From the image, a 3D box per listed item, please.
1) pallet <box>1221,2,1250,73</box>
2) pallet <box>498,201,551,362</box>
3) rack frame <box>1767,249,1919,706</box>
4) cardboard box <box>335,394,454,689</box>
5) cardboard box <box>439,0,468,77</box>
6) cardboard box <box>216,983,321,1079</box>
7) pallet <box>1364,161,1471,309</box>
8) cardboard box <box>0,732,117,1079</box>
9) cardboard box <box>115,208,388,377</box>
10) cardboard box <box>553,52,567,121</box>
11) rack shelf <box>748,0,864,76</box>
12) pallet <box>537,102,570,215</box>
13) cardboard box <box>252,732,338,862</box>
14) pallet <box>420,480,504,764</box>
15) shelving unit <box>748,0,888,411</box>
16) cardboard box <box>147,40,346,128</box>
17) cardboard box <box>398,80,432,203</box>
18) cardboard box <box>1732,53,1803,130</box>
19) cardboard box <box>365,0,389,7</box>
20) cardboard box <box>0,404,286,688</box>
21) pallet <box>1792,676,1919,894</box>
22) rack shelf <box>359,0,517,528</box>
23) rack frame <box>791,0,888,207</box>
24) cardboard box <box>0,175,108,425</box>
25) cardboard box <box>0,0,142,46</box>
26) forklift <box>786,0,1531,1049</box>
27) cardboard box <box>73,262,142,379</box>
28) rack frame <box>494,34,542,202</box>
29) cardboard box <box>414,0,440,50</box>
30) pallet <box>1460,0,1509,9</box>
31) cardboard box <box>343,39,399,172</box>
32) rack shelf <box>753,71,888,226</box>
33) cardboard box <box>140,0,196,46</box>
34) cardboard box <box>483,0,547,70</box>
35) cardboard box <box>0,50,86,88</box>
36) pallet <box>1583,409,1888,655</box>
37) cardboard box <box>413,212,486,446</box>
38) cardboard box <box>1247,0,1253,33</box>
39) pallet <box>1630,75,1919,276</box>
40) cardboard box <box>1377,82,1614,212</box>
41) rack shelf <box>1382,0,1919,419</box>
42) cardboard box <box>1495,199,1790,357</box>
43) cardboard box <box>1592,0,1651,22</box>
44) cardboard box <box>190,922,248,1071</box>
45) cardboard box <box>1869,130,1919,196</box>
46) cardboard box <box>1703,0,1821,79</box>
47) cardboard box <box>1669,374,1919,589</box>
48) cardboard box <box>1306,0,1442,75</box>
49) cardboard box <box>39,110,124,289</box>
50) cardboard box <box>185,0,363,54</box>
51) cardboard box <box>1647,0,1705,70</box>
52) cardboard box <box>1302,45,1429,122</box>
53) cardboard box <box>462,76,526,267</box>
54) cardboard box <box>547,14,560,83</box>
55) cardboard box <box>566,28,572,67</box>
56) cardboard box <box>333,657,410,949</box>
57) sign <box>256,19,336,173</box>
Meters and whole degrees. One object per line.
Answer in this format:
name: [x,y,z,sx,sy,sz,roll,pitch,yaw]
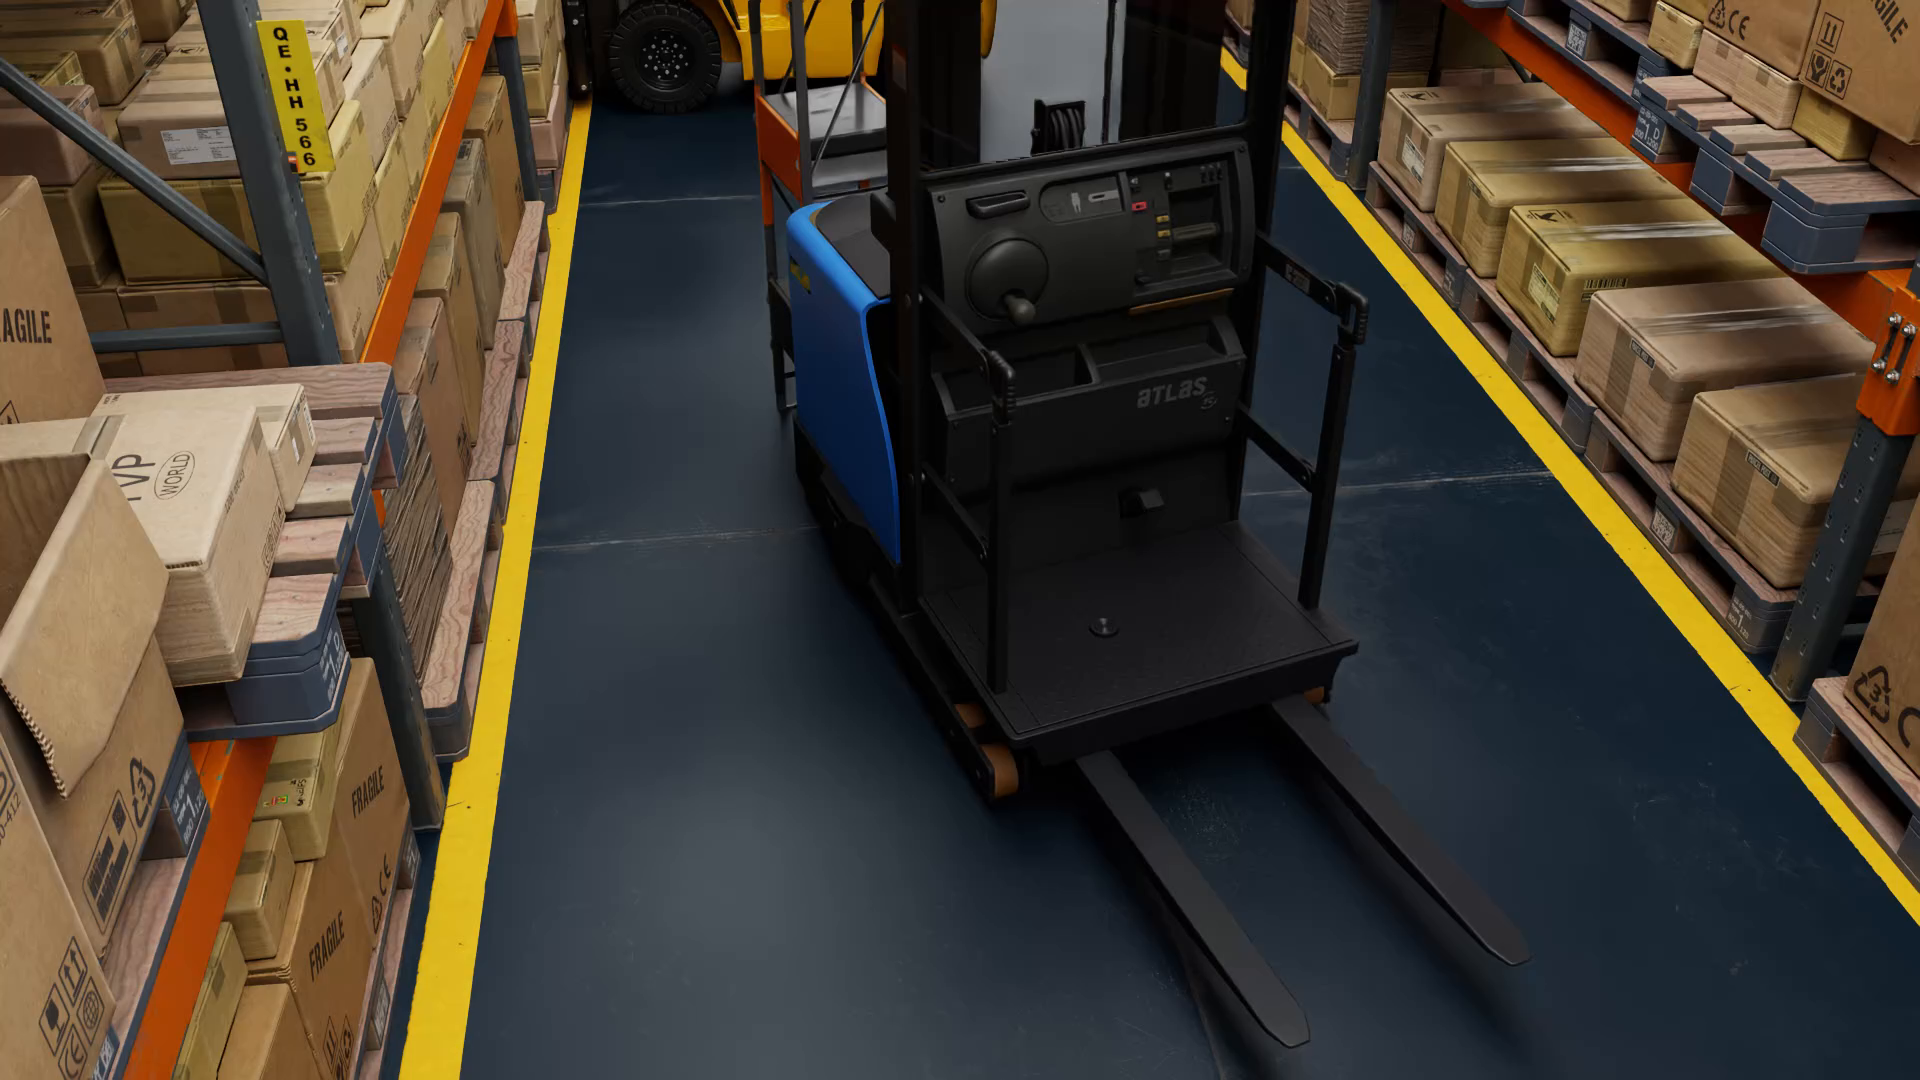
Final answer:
pallet: [2.157,-2.947,9.887,1.003,0.211,1.213,-4,35,-6]
pallet: [-2.330,-1.107,7.186,1.003,0.211,1.213,-4,35,-6]
rack frame: [2.988,-0.813,4.279,1.000,3.000,0.127,-4,35,-6]
cardboard box: [-2.001,0.024,4.787,0.875,0.625,0.625,-3,34,-5]
cardboard box: [-2.032,-1.784,5.838,0.500,0.250,0.500,-4,34,-6]
cardboard box: [-1.530,1.216,3.149,0.500,0.500,0.500,-3,34,-4]
pallet: [2.556,-1.458,7.703,1.003,0.211,1.213,-4,35,-6]
cardboard box: [-1.411,0.569,1.790,0.700,0.500,0.500,-5,35,-7]
cardboard box: [-1.748,-0.639,4.157,0.500,0.250,0.500,-4,35,-6]
cardboard box: [-2.289,-2.282,8.503,0.500,0.250,0.500,-5,35,-7]
rack shelf: [-0.432,-1.858,5.392,0.431,0.518,0.480,-13,36,-19]
pallet: [-2.534,-1.962,8.441,1.003,0.211,1.213,-4,35,-6]
cardboard box: [-1.545,0.563,3.531,0.380,0.149,0.250,-6,35,-9]
pallet: [-2.002,0.255,5.188,1.003,0.211,1.213,-4,35,-6]
shelving unit: [-0.432,-1.290,5.779,0.431,2.100,0.503,-13,36,-19]
cardboard box: [-1.718,-1.093,4.026,0.380,0.149,0.250,-4,34,-5]
cardboard box: [-1.887,-1.207,4.991,0.500,0.250,0.500,-5,35,-8]
cardboard box: [2.525,-1.329,4.887,0.380,0.149,0.250,-5,35,-7]
cardboard box: [-1.865,-1.664,4.863,0.380,0.149,0.250,-4,34,-5]
cardboard box: [-1.468,0.018,2.821,0.500,0.250,0.500,-6,35,-9]
pallet: [3.019,0.785,4.411,1.003,0.211,1.213,-4,35,-6]
rack shelf: [-2.199,-1.254,5.565,1.077,0.370,4.000,-4,35,-6]
rack frame: [-0.338,-1.164,5.593,0.400,2.100,0.015,-13,36,-19]
cardboard box: [-2.016,-0.351,3.139,0.500,0.500,0.500,-3,34,-4]
cardboard box: [-2.397,-1.329,4.372,0.380,0.149,0.250,-5,35,-7]
forklift: [0.452,-0.756,4.257,1.130,2.935,3.031,-13,36,-19]
cardboard box: [-2.244,-0.604,4.106,0.500,0.250,0.500,-5,35,-7]
rack frame: [-2.468,-2.667,7.000,1.000,3.000,0.127,-4,35,-6]
cardboard box: [-1.960,-1.702,5.273,0.500,0.250,0.500,-4,34,-6]
pallet: [2.409,-2.528,6.967,1.003,0.211,1.213,-4,35,-6]
cardboard box: [-1.814,-1.125,4.427,0.500,0.250,0.500,-3,34,-5]
rack shelf: [-0.432,-1.279,5.787,0.431,0.518,0.480,-13,36,-19]
cardboard box: [-2.401,-1.374,4.792,0.500,0.250,0.500,-5,35,-7]
cardboard box: [-2.222,-2.411,7.805,0.500,0.250,0.500,-5,35,-7]
cardboard box: [-2.320,-1.048,3.960,0.380,0.149,0.250,-4,34,-5]
pallet: [2.884,-0.097,5.705,1.003,0.211,1.213,-4,35,-6]
cardboard box: [-2.187,-0.716,5.873,0.875,0.625,0.625,-6,35,-8]
cardboard box: [1.959,-2.972,9.517,0.500,0.250,0.500,-4,34,-6]
pallet: [2.786,-1.123,4.905,1.213,0.211,1.003,-4,35,-6]
cardboard box: [2.523,-1.840,7.747,0.950,0.372,0.625,-4,34,-6]
rack shelf: [2.719,-1.632,6.120,1.077,0.370,4.000,-4,35,-6]
cardboard box: [2.718,-1.051,6.590,0.950,0.372,0.625,-3,34,-5]
cardboard box: [2.424,-1.906,5.734,0.380,0.149,0.250,-5,35,-8]
cardboard box: [-1.563,0.864,3.089,0.380,0.149,0.250,-3,34,-5]
cardboard box: [2.711,-1.048,4.474,0.380,0.149,0.250,-3,34,-5]
cardboard box: [2.571,-1.671,4.813,0.500,0.500,0.500,-5,35,-7]
cardboard box: [2.922,-0.217,5.365,0.950,0.372,0.625,-7,35,-10]
cardboard box: [2.104,-2.702,8.454,0.500,0.500,0.500,-5,35,-7]
cardboard box: [-2.266,-0.809,3.963,0.500,0.250,0.500,-4,34,-5]
cardboard box: [-1.826,-1.380,4.446,0.380,0.149,0.250,-4,34,-6]
cardboard box: [2.448,-1.623,5.318,0.380,0.149,0.250,-4,34,-6]
cardboard box: [2.104,-2.392,8.665,0.500,0.250,0.500,-3,34,-4]
cardboard box: [-2.387,-1.569,7.124,0.875,0.625,0.625,-3,34,-4]
cardboard box: [-2.297,-2.485,8.358,0.500,0.250,0.500,-5,35,-7]
cardboard box: [-2.422,-2.852,9.340,0.500,0.250,0.500,-3,34,-5]
cardboard box: [-1.660,0.644,3.988,0.500,0.500,0.500,-3,34,-5]
sign: [-1.394,-0.927,3.489,0.100,0.325,0.005,-4,35,-6]
